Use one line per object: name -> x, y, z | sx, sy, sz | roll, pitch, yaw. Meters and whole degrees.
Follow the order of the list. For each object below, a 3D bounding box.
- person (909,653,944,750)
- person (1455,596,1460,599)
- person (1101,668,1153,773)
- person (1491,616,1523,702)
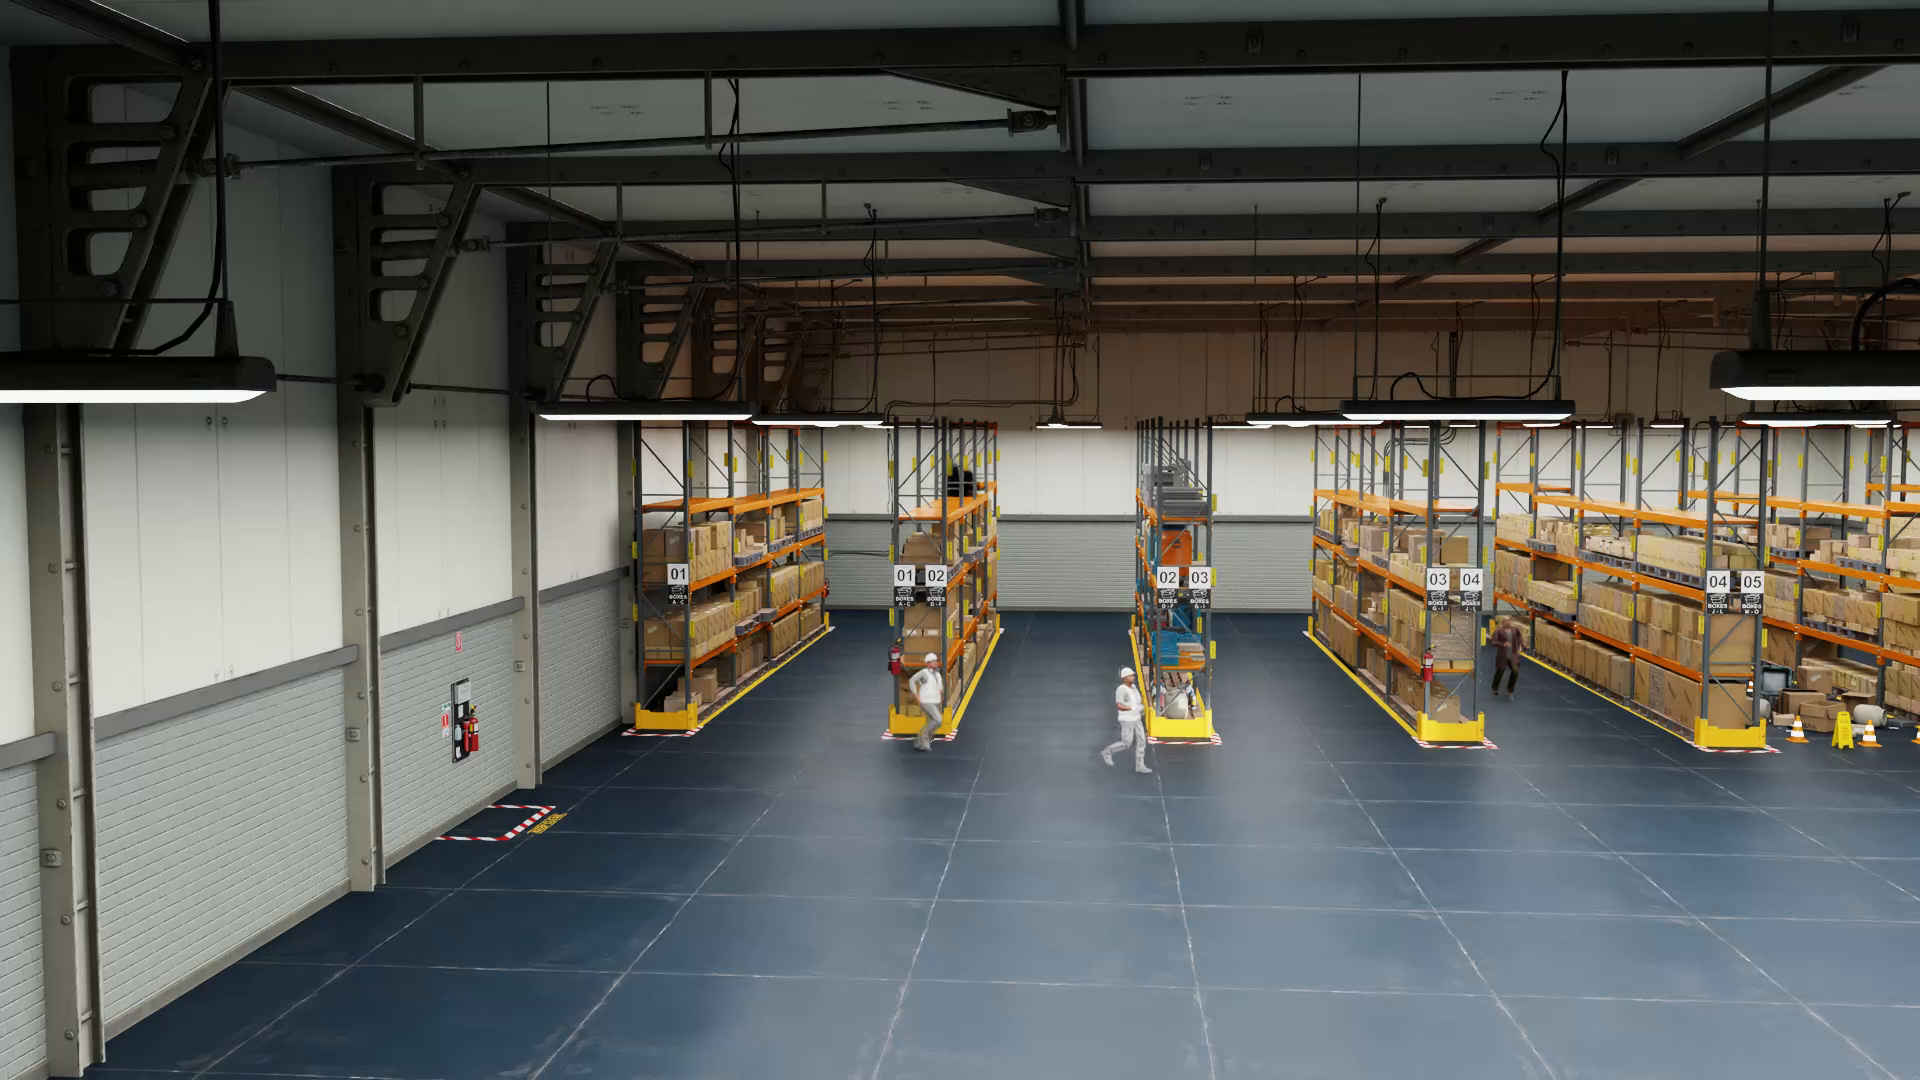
person -> -0.535, 2.898, 29.820 | 0.658, 1.720, 0.653 | 2, 4, 32
person -> 13.964, 1.806, 46.587 | 0.700, 1.715, 0.635 | 3, 5, 41
person -> 2.821, 3.020, 27.902 | 0.898, 1.759, 0.697 | 2, 4, 31
person -> 11.688, 2.523, 35.537 | 0.728, 1.830, 0.969 | 0, 4, 2
